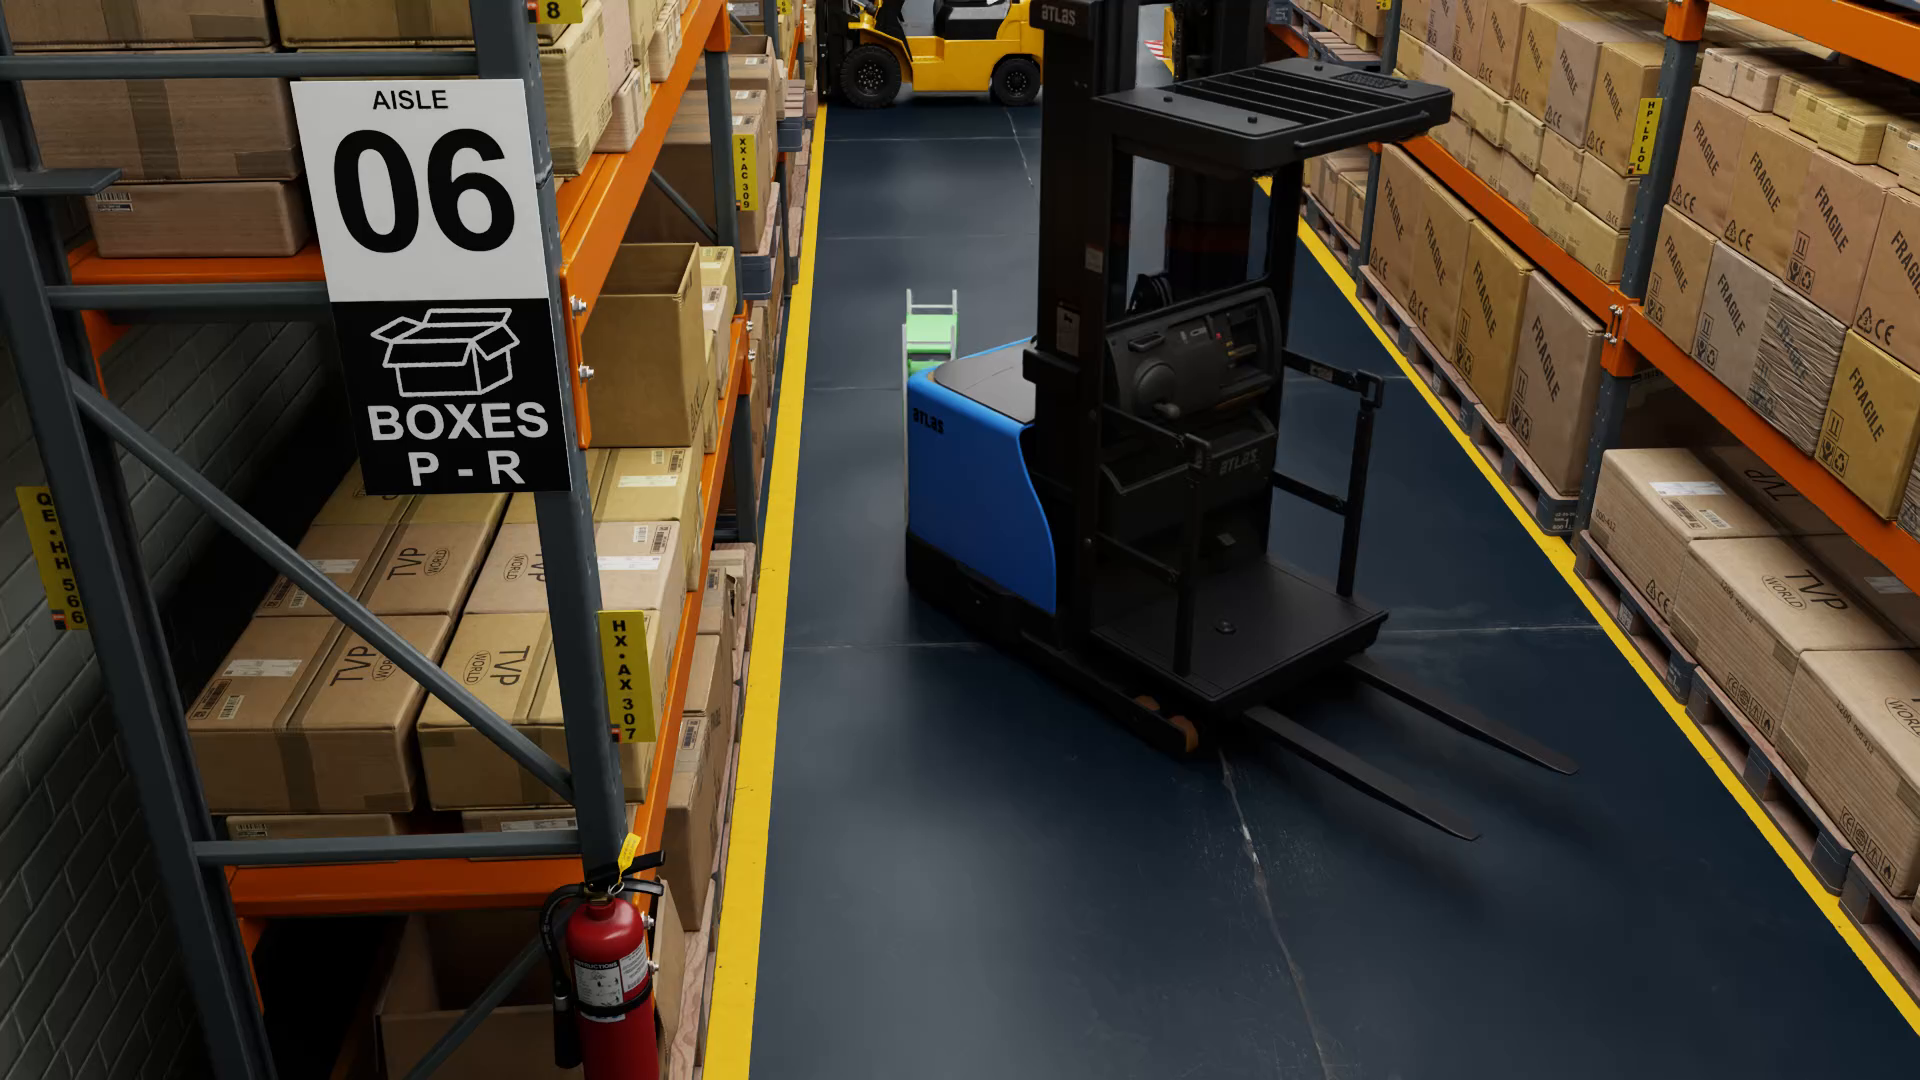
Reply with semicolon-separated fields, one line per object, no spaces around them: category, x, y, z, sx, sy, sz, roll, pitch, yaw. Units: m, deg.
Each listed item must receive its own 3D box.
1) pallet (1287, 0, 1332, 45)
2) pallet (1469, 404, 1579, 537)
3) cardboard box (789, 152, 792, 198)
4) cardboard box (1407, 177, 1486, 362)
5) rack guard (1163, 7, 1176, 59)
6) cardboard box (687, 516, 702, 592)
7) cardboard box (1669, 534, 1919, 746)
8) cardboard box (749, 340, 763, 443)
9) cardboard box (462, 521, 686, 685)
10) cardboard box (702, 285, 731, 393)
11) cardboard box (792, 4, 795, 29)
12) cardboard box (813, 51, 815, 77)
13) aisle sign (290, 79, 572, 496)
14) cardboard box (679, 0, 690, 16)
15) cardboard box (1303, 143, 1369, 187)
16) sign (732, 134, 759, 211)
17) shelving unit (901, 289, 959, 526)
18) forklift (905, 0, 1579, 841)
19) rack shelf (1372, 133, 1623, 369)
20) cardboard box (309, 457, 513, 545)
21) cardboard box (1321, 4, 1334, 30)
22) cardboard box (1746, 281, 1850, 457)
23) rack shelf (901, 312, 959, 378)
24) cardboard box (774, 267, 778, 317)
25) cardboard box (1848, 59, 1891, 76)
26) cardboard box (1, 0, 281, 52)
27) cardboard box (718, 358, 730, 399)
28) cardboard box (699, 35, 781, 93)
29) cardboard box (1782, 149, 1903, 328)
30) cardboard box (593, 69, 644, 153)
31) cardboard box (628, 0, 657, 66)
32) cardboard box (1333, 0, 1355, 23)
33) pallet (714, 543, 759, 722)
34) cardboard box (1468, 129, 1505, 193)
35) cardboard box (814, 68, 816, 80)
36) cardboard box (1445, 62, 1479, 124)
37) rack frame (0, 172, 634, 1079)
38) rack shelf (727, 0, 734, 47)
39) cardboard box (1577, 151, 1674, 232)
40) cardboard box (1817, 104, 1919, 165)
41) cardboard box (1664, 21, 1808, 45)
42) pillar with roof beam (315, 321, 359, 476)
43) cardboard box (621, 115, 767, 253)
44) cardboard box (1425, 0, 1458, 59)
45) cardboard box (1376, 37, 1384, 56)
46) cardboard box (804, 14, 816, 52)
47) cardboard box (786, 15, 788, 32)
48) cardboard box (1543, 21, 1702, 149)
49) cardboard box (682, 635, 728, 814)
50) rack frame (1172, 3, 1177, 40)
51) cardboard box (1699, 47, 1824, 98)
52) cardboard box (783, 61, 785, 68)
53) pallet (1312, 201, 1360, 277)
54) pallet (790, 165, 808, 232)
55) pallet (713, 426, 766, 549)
pallet;3.148;-3.956;12.798;1.003;0.211;1.213;-1;28;-3
pallet;3.385;-0.399;8.786;1.003;0.211;1.213;-1;28;-3
cardboard box;-1.761;-3.040;12.949;0.875;0.625;0.625;-2;28;-5
cardboard box;3.287;-1.639;9.992;0.875;0.875;0.875;-1;28;-2
rack guard;2.878;-5.679;18.597;1.175;0.500;0.348;-1;28;-3
cardboard box;-1.008;0.045;5.191;0.380;0.149;0.250;-2;28;-4
cardboard box;3.474;0.375;6.603;0.875;0.438;0.875;-2;28;-4
cardboard box;-1.294;-0.711;8.619;0.500;0.500;0.500;-2;28;-3
cardboard box;-1.028;0.174;4.513;0.500;0.250;0.500;-1;28;-2
cardboard box;-1.145;-0.764;6.312;0.500;0.250;0.500;-1;28;-2
cardboard box;-1.559;-4.098;13.026;0.500;0.250;0.500;-1;28;-2
cardboard box;-1.619;-4.505;15.623;0.500;0.250;0.500;-2;28;-3
aisle sign;-0.950;-0.440;3.039;0.394;0.787;0.004;-1;28;-3
cardboard box;-1.119;-1.868;5.615;0.380;0.149;0.250;-1;28;-3
cardboard box;3.192;-3.101;13.339;0.950;0.372;0.625;0;28;-1
sign;-0.914;-1.559;7.060;0.100;0.325;0.005;-1;28;-3
shelving unit;-0.138;-0.551;8.009;0.258;1.200;0.503;0;28;1
forklift;1.072;-0.698;6.419;1.130;2.935;3.031;-21;34;-34
rack shelf;3.396;-1.885;9.399;1.077;0.370;4.000;-1;28;-3
cardboard box;-1.583;-0.050;4.943;0.500;0.250;0.500;-1;28;-1
cardboard box;2.862;-3.829;12.165;0.380;0.149;0.250;-1;28;-2
cardboard box;3.306;-0.639;6.124;0.500;0.500;0.500;-1;28;-2
rack shelf;-0.138;-0.920;7.816;0.258;0.148;0.480;0;28;1
cardboard box;-1.412;-1.663;10.443;0.500;0.500;0.500;-2;28;-3
cardboard box;3.740;-1.797;6.561;0.380;0.149;0.250;-1;28;-1
cardboard box;-1.549;-1.127;3.224;0.500;0.250;0.500;-2;28;-4
cardboard box;-1.114;-0.667;6.557;0.380;0.149;0.250;-1;28;-1
cardboard box;-1.395;-2.489;9.212;0.797;0.503;0.637;-2;28;-4
cardboard box;3.319;-1.072;5.873;0.500;0.500;0.500;-1;28;-2
cardboard box;-0.978;-1.040;4.028;0.380;0.149;0.250;-1;28;-2
cardboard box;-1.059;-1.389;4.267;0.500;0.250;0.500;-2;28;-4
cardboard box;2.953;-3.932;11.661;0.500;0.500;0.500;-2;28;-3
pallet;-1.421;0.395;7.265;1.003;0.211;1.213;-1;28;-3
cardboard box;3.162;-2.122;9.237;0.500;0.250;0.500;-1;28;-3
cardboard box;-1.610;-4.286;15.743;0.500;0.250;0.500;-2;28;-4
cardboard box;3.111;-2.574;9.563;0.500;0.250;0.500;-1;28;-3
rack frame;-1.247;0.688;3.687;1.000;3.000;0.127;-1;28;-3
rack shelf;-1.560;-3.094;8.472;1.077;0.370;4.000;-1;28;-3
cardboard box;3.235;-1.633;7.760;0.500;0.250;0.500;-1;28;-3
cardboard box;3.280;-1.429;5.855;0.380;0.149;0.250;-2;28;-4
cardboard box;3.711;-2.213;8.059;0.500;0.500;0.500;-2;28;-3
pillar with roof beam;1.980;-3.579;5.382;9.100;9.000;0.400;-1;28;-3
cardboard box;-1.258;-1.618;7.547;0.700;0.500;0.500;-1;28;-1
cardboard box;3.109;-3.153;9.862;0.500;0.500;0.500;-1;28;-2
cardboard box;3.040;-3.348;11.244;0.380;0.149;0.250;0;28;-1
cardboard box;-1.602;-4.731;15.515;0.500;0.250;0.500;-1;28;-3
cardboard box;-1.469;-3.603;11.537;0.500;0.250;0.500;-1;28;-1
cardboard box;3.192;-2.207;8.049;0.500;0.500;0.500;-1;28;-2
cardboard box;-1.118;0.683;5.945;0.500;0.500;0.500;-1;28;-2
rack frame;2.874;-6.822;18.087;1.000;3.000;0.127;-1;28;-3
cardboard box;3.258;-1.904;6.766;0.380;0.149;0.250;-2;28;-3
cardboard box;-1.444;-3.150;11.209;0.500;0.250;0.500;-1;28;-2
pallet;3.253;-2.252;12.340;1.003;0.211;1.213;-1;28;-3
pallet;-1.729;-2.713;13.223;1.003;0.211;1.213;-1;28;-3
pallet;-1.536;-0.297;8.592;1.003;0.211;1.213;-1;28;-3
